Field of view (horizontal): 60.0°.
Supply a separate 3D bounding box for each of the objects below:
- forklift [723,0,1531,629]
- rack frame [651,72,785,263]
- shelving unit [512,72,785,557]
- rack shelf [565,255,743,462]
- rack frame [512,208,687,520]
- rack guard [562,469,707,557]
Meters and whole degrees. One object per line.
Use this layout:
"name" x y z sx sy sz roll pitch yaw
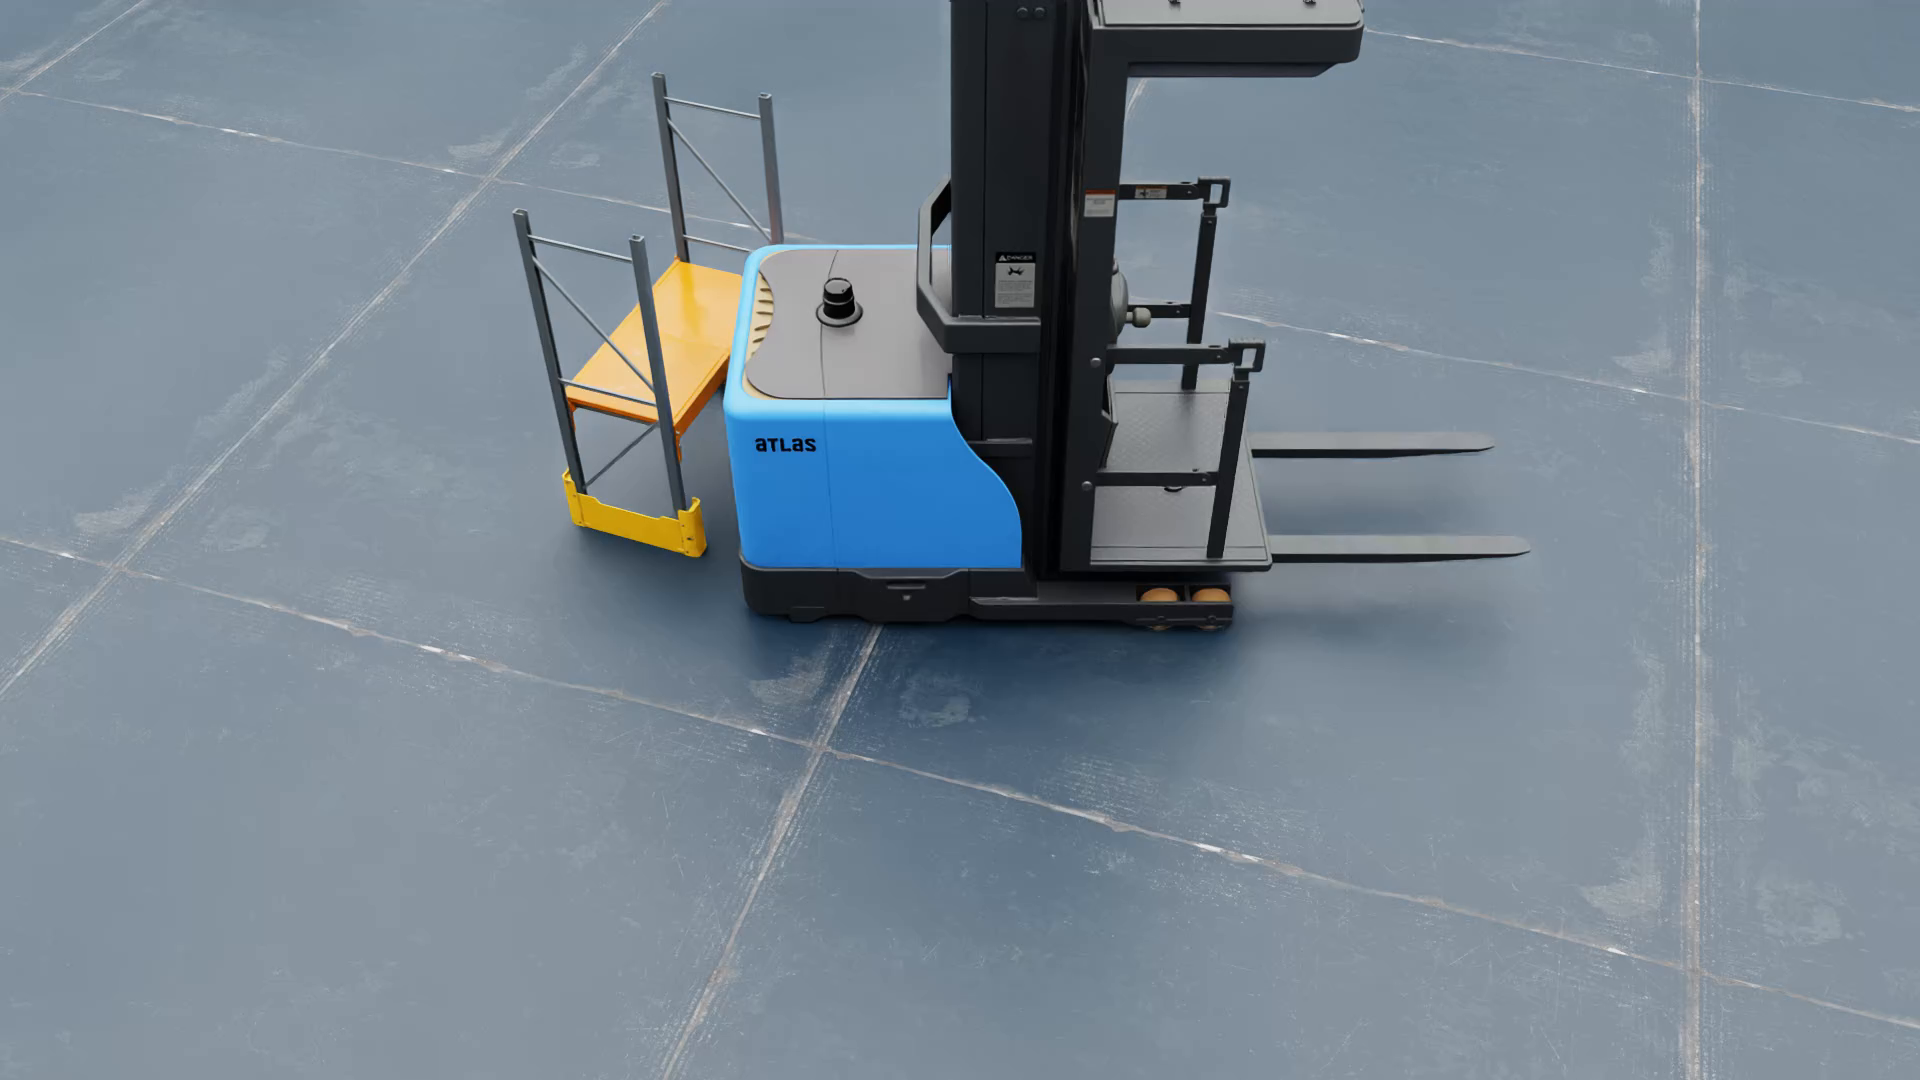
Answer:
"forklift" 0.680 -1.079 5.757 3.031 2.935 1.130 0 44 0
"rack frame" -0.959 -1.214 6.919 0.500 1.500 0.032 15 46 15
"shelving unit" -1.134 -0.887 6.585 0.587 1.500 1.083 15 46 15
"rack shelf" -1.137 -0.753 6.704 0.538 0.185 1.000 15 46 15
"rack frame" -1.315 -0.549 6.238 0.500 1.500 0.032 15 46 15
"rack guard" -1.308 -0.115 6.688 0.587 0.250 0.087 15 46 15
